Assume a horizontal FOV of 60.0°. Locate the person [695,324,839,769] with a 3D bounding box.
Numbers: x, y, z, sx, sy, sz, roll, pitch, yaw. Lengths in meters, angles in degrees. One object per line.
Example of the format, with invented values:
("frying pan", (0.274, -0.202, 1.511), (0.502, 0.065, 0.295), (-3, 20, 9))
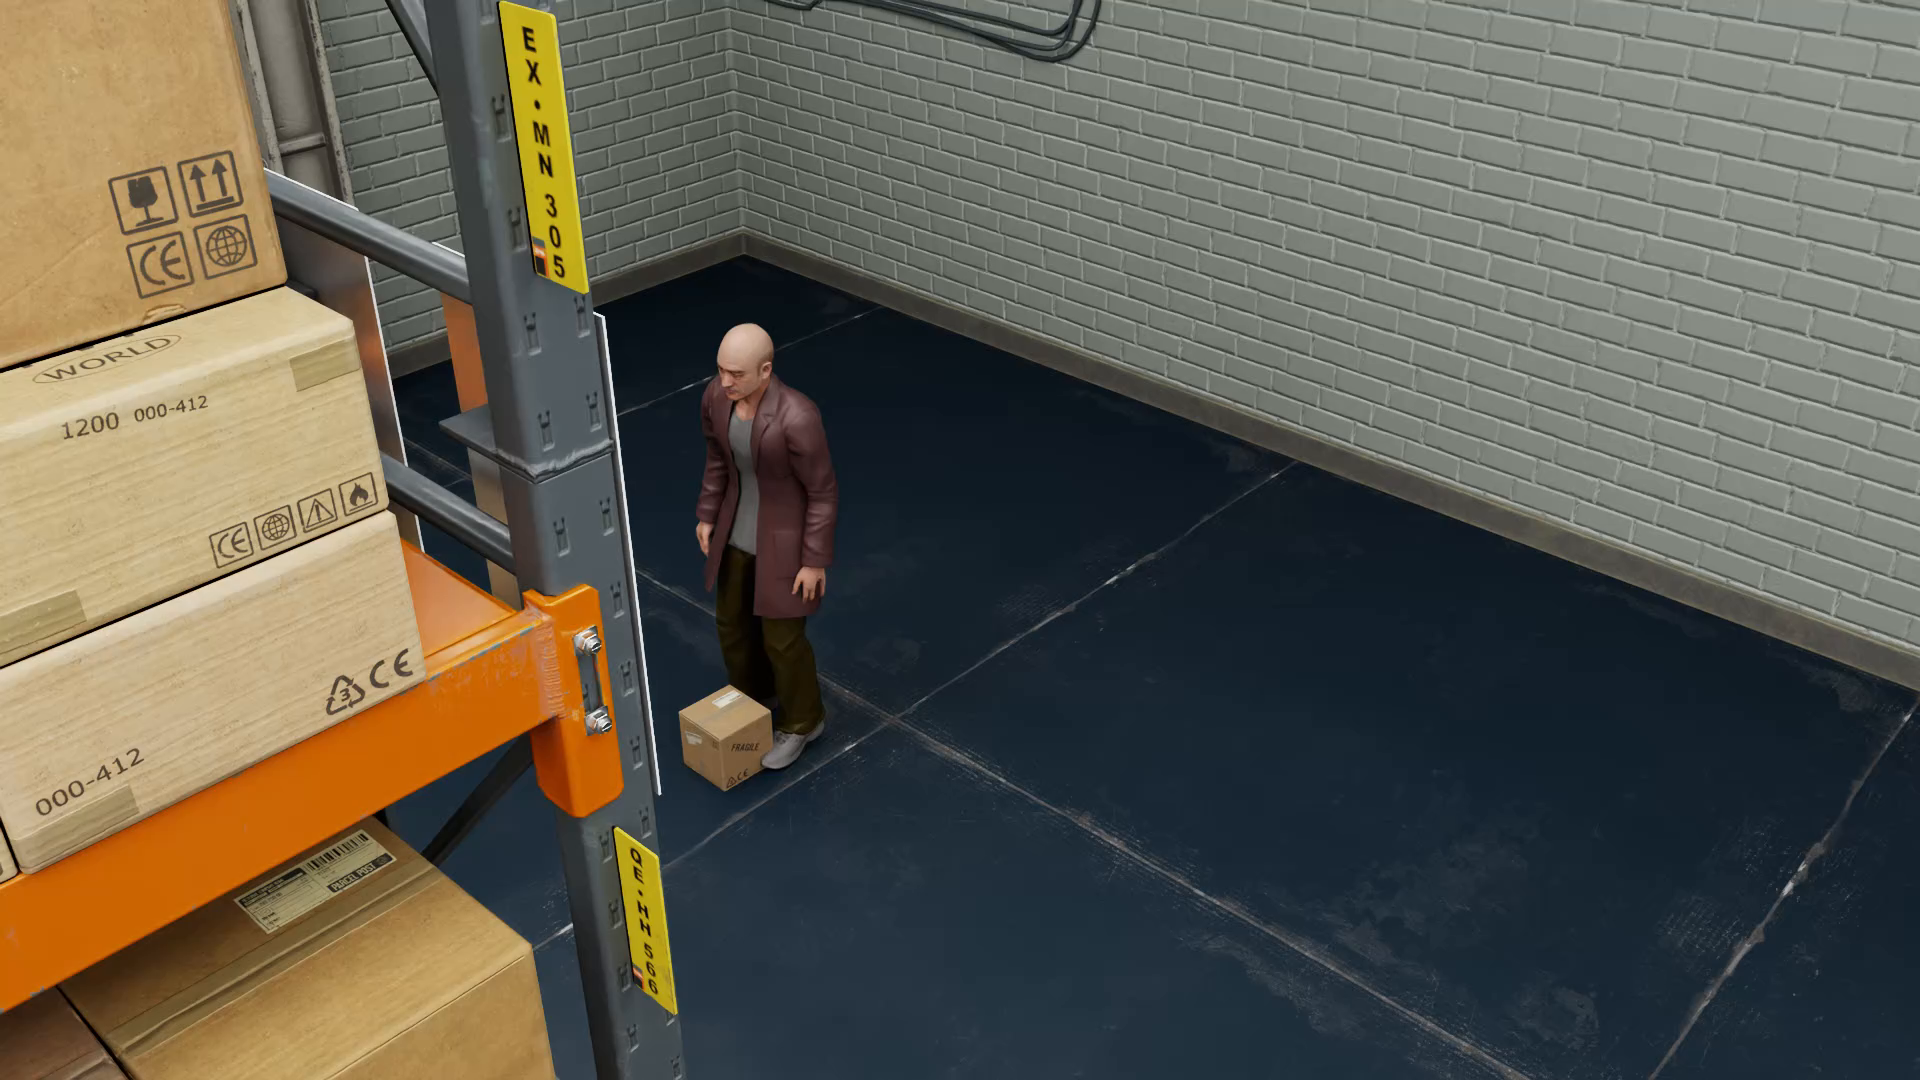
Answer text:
("person", (-0.722, 0.009, 6.134), (0.648, 1.772, 0.429), (22, 37, 32))
